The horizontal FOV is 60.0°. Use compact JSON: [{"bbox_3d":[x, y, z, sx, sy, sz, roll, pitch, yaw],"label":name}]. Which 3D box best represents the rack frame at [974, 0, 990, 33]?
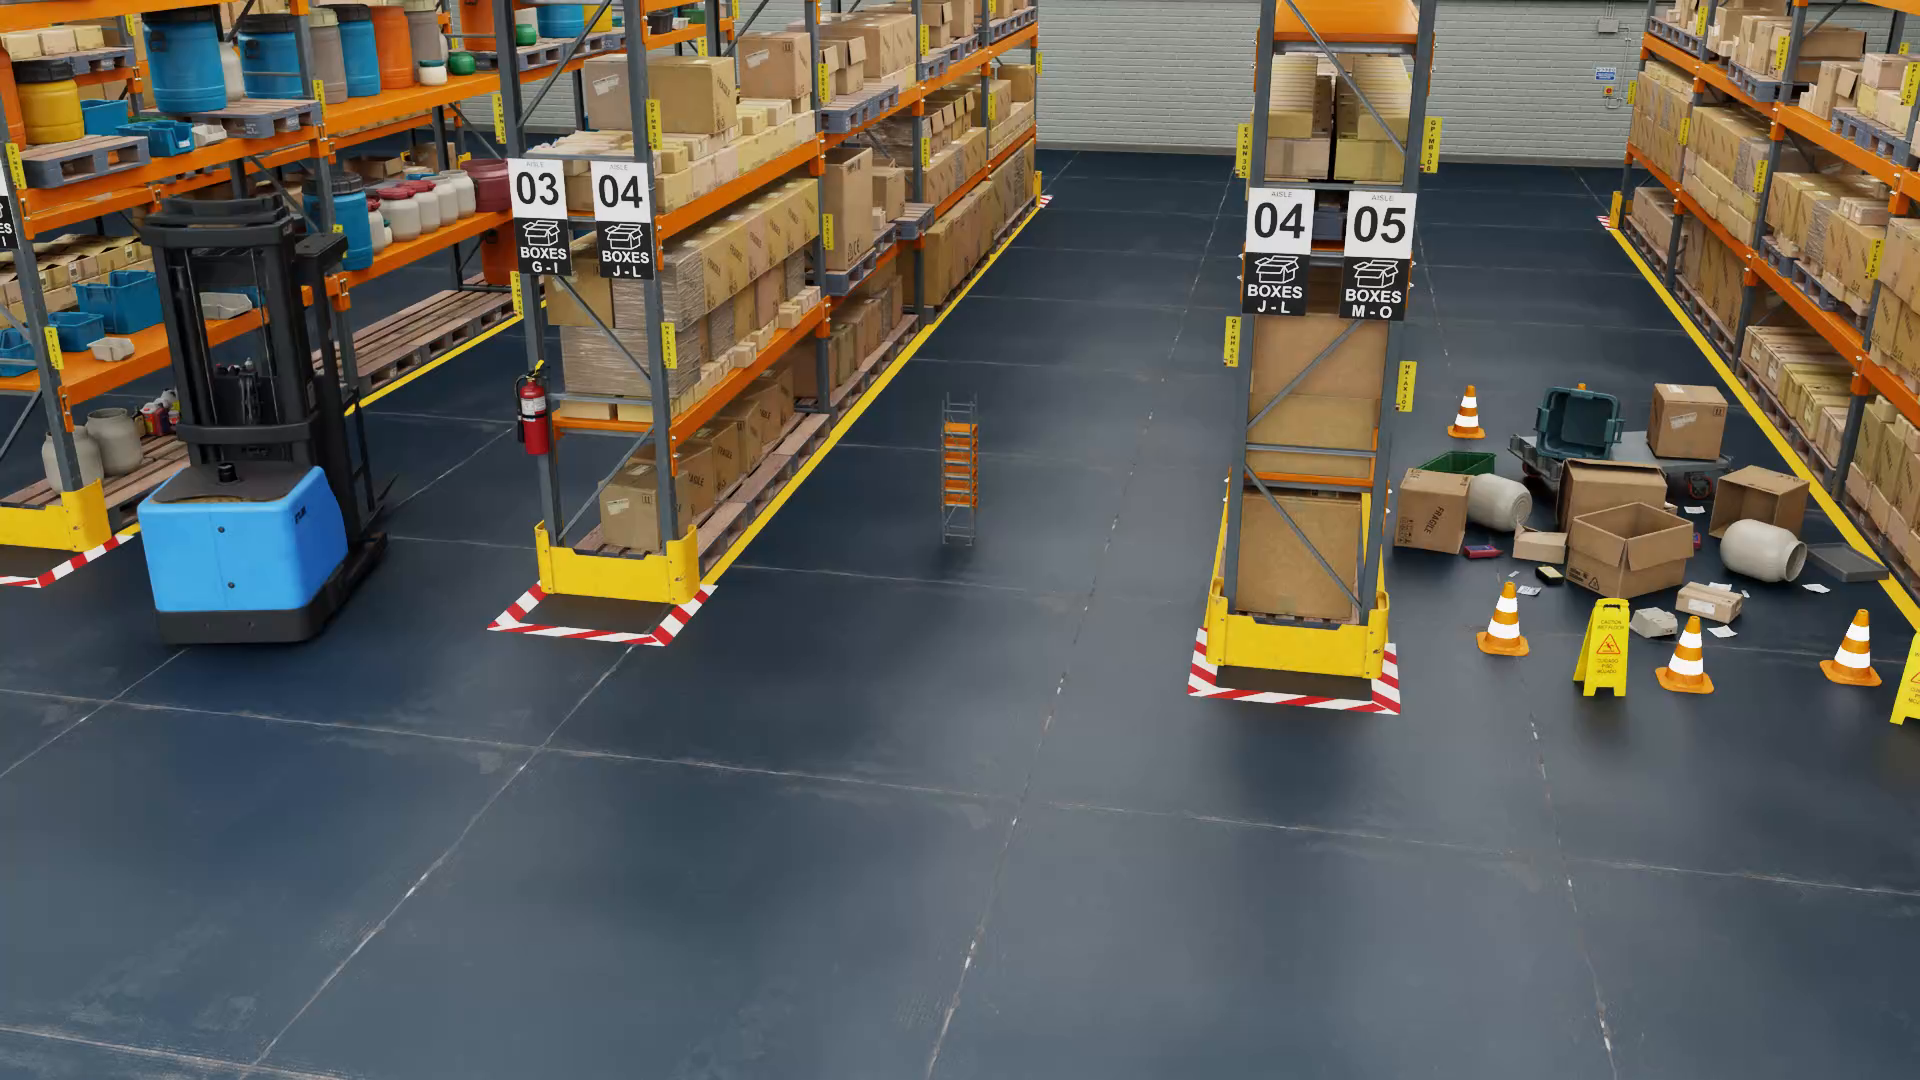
[{"bbox_3d":[-0.109,-8.163,21.608,1.000,3.000,0.127,4,22,11],"label":"rack frame"}]

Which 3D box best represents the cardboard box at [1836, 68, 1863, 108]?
[{"bbox_3d":[8.493,-4.042,15.250,0.797,0.503,0.637,4,22,11],"label":"cardboard box"}]

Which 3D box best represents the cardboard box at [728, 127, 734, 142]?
[{"bbox_3d":[-1.971,-3.150,12.841,0.380,0.149,0.250,4,22,10],"label":"cardboard box"}]

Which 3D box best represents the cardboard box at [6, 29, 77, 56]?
[{"bbox_3d":[-10.749,-5.828,19.462,0.500,0.250,0.500,5,22,12],"label":"cardboard box"}]

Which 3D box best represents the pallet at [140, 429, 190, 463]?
[{"bbox_3d":[-7.015,-0.849,15.209,1.003,0.211,1.213,4,22,11],"label":"pallet"}]

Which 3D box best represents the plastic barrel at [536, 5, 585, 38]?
[{"bbox_3d":[-5.157,-6.941,21.355,0.600,0.901,0.708,4,22,11],"label":"plastic barrel"}]

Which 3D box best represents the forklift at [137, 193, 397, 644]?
[{"bbox_3d":[-5.075,-1.151,12.317,1.130,2.935,3.031,-1,22,-3],"label":"forklift"}]

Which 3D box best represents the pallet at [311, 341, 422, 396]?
[{"bbox_3d":[-6.468,-1.829,17.643,1.003,0.211,1.213,4,22,11],"label":"pallet"}]

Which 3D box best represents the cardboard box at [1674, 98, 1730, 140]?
[{"bbox_3d":[9.418,-5.329,21.128,0.500,0.500,0.500,4,22,10],"label":"cardboard box"}]

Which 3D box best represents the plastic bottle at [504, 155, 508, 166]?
[{"bbox_3d":[-5.876,-4.840,21.542,0.061,0.283,0.133,4,22,11],"label":"plastic bottle"}]

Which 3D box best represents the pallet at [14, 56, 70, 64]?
[{"bbox_3d":[-10.899,-5.314,18.800,1.003,0.211,1.213,6,23,13],"label":"pallet"}]

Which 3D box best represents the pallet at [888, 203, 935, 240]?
[{"bbox_3d":[-0.967,-3.560,18.465,1.213,0.211,1.003,4,22,11],"label":"pallet"}]

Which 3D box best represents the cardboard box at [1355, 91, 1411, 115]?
[{"bbox_3d":[2.865,-2.932,11.208,0.380,0.149,0.250,4,22,10],"label":"cardboard box"}]

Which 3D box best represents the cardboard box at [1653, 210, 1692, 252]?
[{"bbox_3d":[10.007,-4.180,22.616,0.875,0.438,0.875,4,22,9],"label":"cardboard box"}]

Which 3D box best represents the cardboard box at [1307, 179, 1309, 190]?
[{"bbox_3d":[2.065,-2.332,10.785,0.380,0.149,0.250,5,22,11],"label":"cardboard box"}]

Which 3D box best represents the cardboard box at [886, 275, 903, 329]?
[{"bbox_3d":[-1.043,-2.716,18.869,0.700,0.500,0.500,3,22,8],"label":"cardboard box"}]

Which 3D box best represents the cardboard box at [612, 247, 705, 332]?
[{"bbox_3d":[-2.179,-1.820,12.019,0.500,0.500,0.500,4,22,11],"label":"cardboard box"}]

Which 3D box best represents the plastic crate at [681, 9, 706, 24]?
[{"bbox_3d":[-4.064,-8.132,25.828,0.450,0.188,0.336,4,22,11],"label":"plastic crate"}]

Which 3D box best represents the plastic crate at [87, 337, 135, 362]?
[{"bbox_3d":[-6.909,-1.550,13.570,0.298,0.136,0.250,4,22,11],"label":"plastic crate"}]

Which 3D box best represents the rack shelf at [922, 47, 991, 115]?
[{"bbox_3d":[-0.517,-5.707,20.487,1.077,0.370,4.000,4,22,11],"label":"rack shelf"}]

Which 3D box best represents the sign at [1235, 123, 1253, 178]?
[{"bbox_3d":[1.749,-2.389,10.205,0.100,0.325,0.005,4,22,11],"label":"sign"}]

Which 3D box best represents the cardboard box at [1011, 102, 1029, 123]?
[{"bbox_3d":[0.764,-6.529,25.383,0.500,0.250,0.500,4,22,10],"label":"cardboard box"}]

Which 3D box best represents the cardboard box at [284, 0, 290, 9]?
[{"bbox_3d":[-9.973,-7.889,24.474,0.500,0.250,0.500,4,22,11],"label":"cardboard box"}]

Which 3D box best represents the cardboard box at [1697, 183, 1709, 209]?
[{"bbox_3d":[9.020,-4.039,19.599,0.500,0.250,0.500,4,22,10],"label":"cardboard box"}]

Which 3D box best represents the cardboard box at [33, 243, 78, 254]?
[{"bbox_3d":[-11.116,-3.492,20.407,0.500,0.311,0.500,4,22,10],"label":"cardboard box"}]

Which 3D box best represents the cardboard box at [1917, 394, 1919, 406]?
[{"bbox_3d":[7.311,-1.025,12.250,0.380,0.149,0.250,5,22,11],"label":"cardboard box"}]

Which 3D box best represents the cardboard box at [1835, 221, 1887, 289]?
[{"bbox_3d":[7.929,-2.446,14.349,0.500,0.500,0.500,5,22,11],"label":"cardboard box"}]

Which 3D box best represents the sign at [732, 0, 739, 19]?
[{"bbox_3d":[-3.600,-8.528,26.668,0.100,0.325,0.005,4,22,11],"label":"sign"}]

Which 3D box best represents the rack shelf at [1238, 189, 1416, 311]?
[{"bbox_3d":[2.685,-2.366,12.191,1.077,0.370,4.000,4,22,11],"label":"rack shelf"}]

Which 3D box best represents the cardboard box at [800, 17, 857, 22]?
[{"bbox_3d":[-1.380,-5.250,17.586,0.500,0.500,0.500,5,22,11],"label":"cardboard box"}]

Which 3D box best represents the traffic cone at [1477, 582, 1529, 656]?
[{"bbox_3d":[3.776,0.514,11.489,0.336,0.463,0.334,4,22,11],"label":"traffic cone"}]

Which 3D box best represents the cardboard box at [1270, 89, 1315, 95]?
[{"bbox_3d":[2.222,-2.983,11.333,0.380,0.149,0.250,5,22,11],"label":"cardboard box"}]

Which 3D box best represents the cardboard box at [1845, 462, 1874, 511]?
[{"bbox_3d":[7.575,-0.424,13.539,0.500,0.250,0.500,3,22,8],"label":"cardboard box"}]

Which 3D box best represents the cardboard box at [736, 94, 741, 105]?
[{"bbox_3d":[-2.097,-3.764,14.366,0.380,0.149,0.250,3,22,8],"label":"cardboard box"}]

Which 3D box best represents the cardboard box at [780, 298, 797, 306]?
[{"bbox_3d":[-1.668,-2.060,14.819,0.380,0.149,0.250,4,22,11],"label":"cardboard box"}]

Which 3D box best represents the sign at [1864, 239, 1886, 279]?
[{"bbox_3d":[7.416,-2.277,13.474,0.100,0.325,0.005,4,22,11],"label":"sign"}]

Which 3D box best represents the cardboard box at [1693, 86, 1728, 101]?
[{"bbox_3d":[9.504,-5.661,21.085,0.380,0.149,0.250,5,22,12],"label":"cardboard box"}]

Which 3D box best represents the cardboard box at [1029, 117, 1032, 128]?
[{"bbox_3d":[0.905,-6.476,25.786,0.380,0.149,0.250,5,22,11],"label":"cardboard box"}]

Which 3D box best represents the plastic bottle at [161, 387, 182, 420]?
[{"bbox_3d":[-7.325,-1.252,15.433,0.144,0.351,0.185,5,23,13],"label":"plastic bottle"}]

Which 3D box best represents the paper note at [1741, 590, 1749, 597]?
[{"bbox_3d":[5.846,0.400,12.376,0.032,0.001,0.123,4,22,11],"label":"paper note"}]

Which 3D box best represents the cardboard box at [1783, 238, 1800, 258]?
[{"bbox_3d":[8.260,-2.839,16.193,0.380,0.149,0.250,5,22,11],"label":"cardboard box"}]

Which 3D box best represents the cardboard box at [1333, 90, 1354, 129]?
[{"bbox_3d":[3.037,-3.174,12.340,0.500,0.250,0.500,4,22,10],"label":"cardboard box"}]

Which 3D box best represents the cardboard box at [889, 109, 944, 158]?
[{"bbox_3d":[-0.625,-4.934,20.142,0.797,0.503,0.637,5,22,12],"label":"cardboard box"}]

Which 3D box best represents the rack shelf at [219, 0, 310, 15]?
[{"bbox_3d":[-6.182,-5.827,17.306,1.077,0.370,4.000,4,22,11],"label":"rack shelf"}]

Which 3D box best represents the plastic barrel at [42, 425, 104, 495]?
[{"bbox_3d":[-7.347,-0.657,13.768,0.421,0.512,0.421,0,22,0],"label":"plastic barrel"}]

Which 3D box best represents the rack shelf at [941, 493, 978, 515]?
[{"bbox_3d":[-0.003,-0.287,13.253,0.258,0.103,0.180,4,22,11],"label":"rack shelf"}]

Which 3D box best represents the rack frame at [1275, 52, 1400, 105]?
[{"bbox_3d":[3.093,-4.823,13.313,1.000,3.000,0.127,4,22,11],"label":"rack frame"}]

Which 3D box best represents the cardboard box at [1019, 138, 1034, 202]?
[{"bbox_3d":[0.655,-5.813,26.083,0.875,0.875,0.875,4,22,11],"label":"cardboard box"}]

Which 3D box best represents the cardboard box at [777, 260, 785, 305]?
[{"bbox_3d":[-2.031,-2.299,14.546,0.875,0.500,0.500,4,22,11],"label":"cardboard box"}]

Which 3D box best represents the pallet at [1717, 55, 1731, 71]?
[{"bbox_3d":[9.453,-5.589,19.486,0.805,0.209,1.217,4,22,9],"label":"pallet"}]

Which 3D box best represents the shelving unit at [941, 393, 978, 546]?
[{"bbox_3d":[-0.003,-0.551,13.147,0.258,1.200,0.189,4,22,11],"label":"shelving unit"}]

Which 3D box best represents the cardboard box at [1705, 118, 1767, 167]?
[{"bbox_3d":[9.039,-4.625,19.380,0.500,0.500,0.500,4,22,10],"label":"cardboard box"}]

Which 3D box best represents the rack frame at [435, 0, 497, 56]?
[{"bbox_3d":[-5.774,-7.078,18.913,1.000,3.000,0.127,4,22,11],"label":"rack frame"}]

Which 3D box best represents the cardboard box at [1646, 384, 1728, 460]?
[{"bbox_3d":[6.211,-1.016,14.224,0.500,0.500,0.500,4,22,11],"label":"cardboard box"}]
